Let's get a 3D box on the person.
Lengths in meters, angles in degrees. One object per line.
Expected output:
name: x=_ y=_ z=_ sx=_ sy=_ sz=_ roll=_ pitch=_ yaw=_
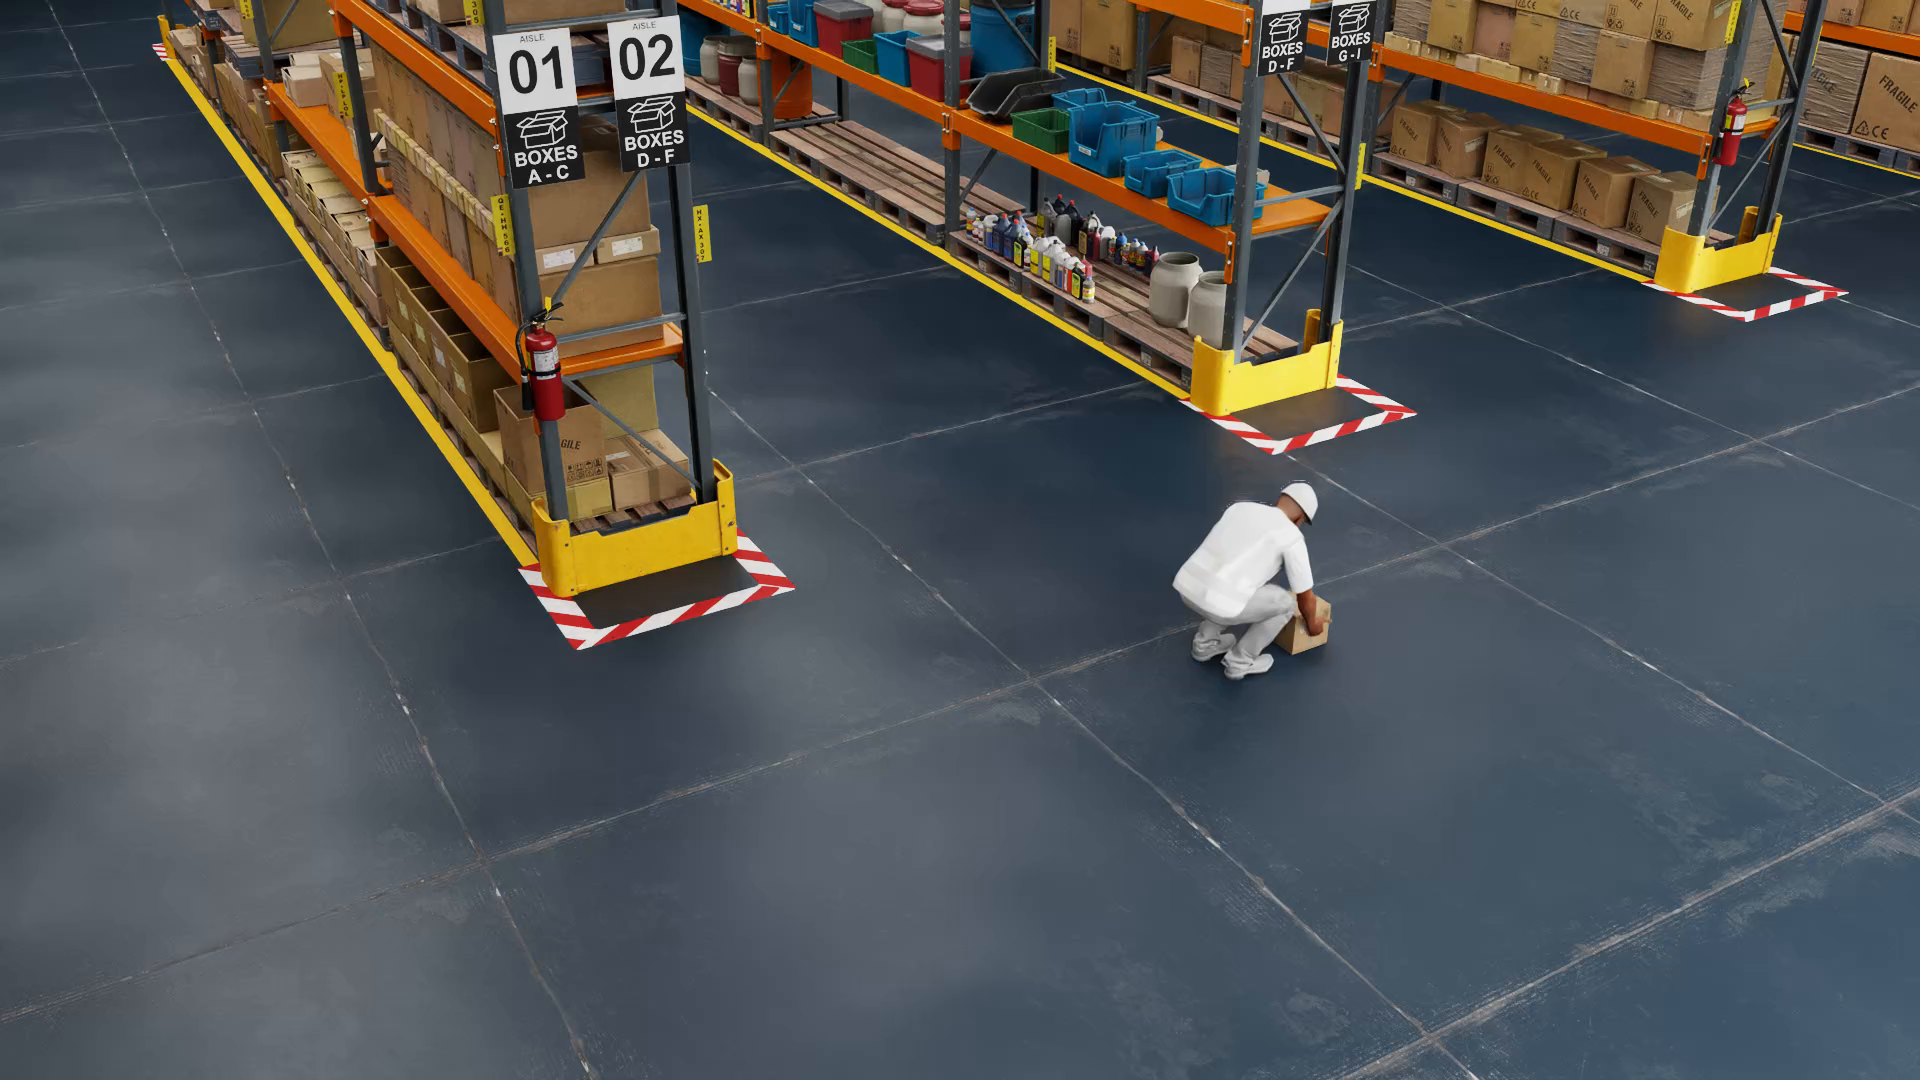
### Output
person: x=1.557 y=0.211 z=9.001 sx=0.898 sy=0.957 sz=0.576 roll=-16 pitch=33 yaw=-26
